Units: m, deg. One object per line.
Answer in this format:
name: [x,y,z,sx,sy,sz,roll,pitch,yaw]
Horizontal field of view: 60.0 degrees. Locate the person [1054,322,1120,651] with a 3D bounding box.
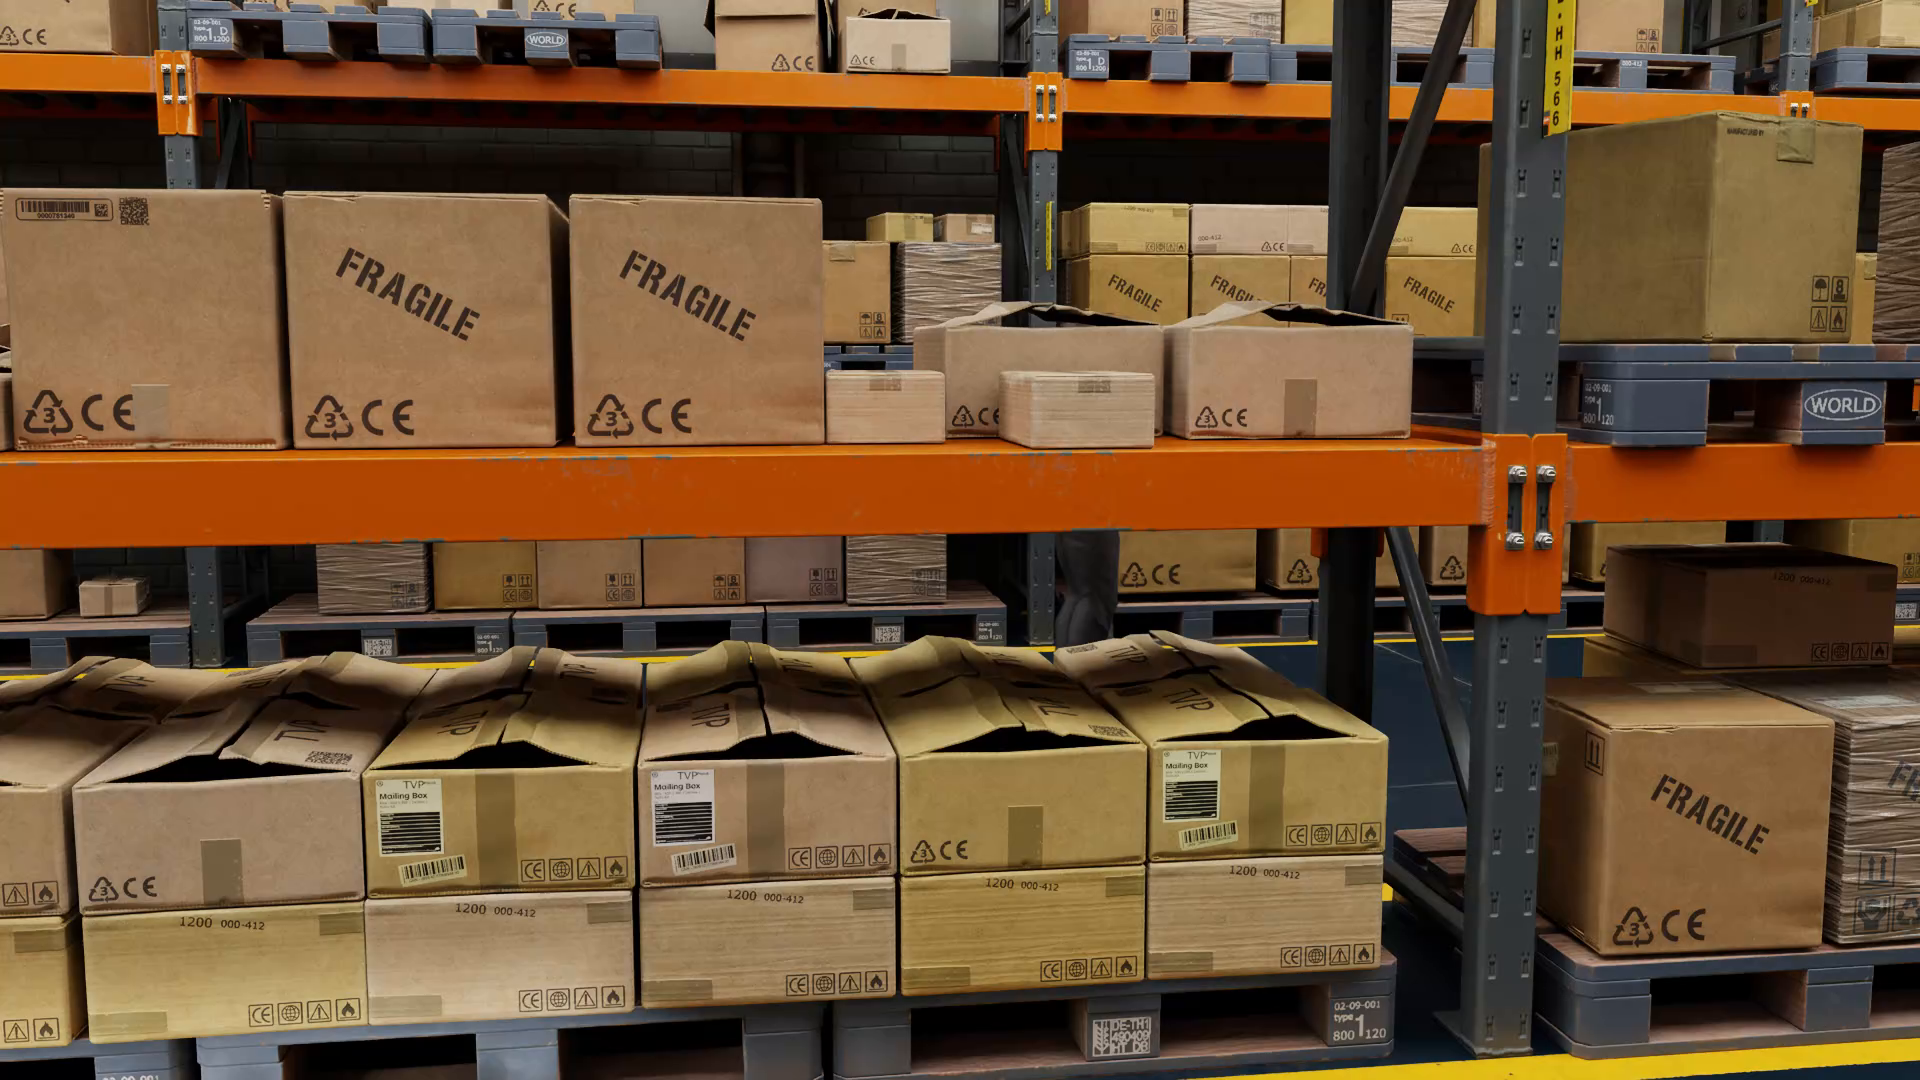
person: [0.613,-0.112,6.872,0.502,1.656,0.445,-1,7,-9]
